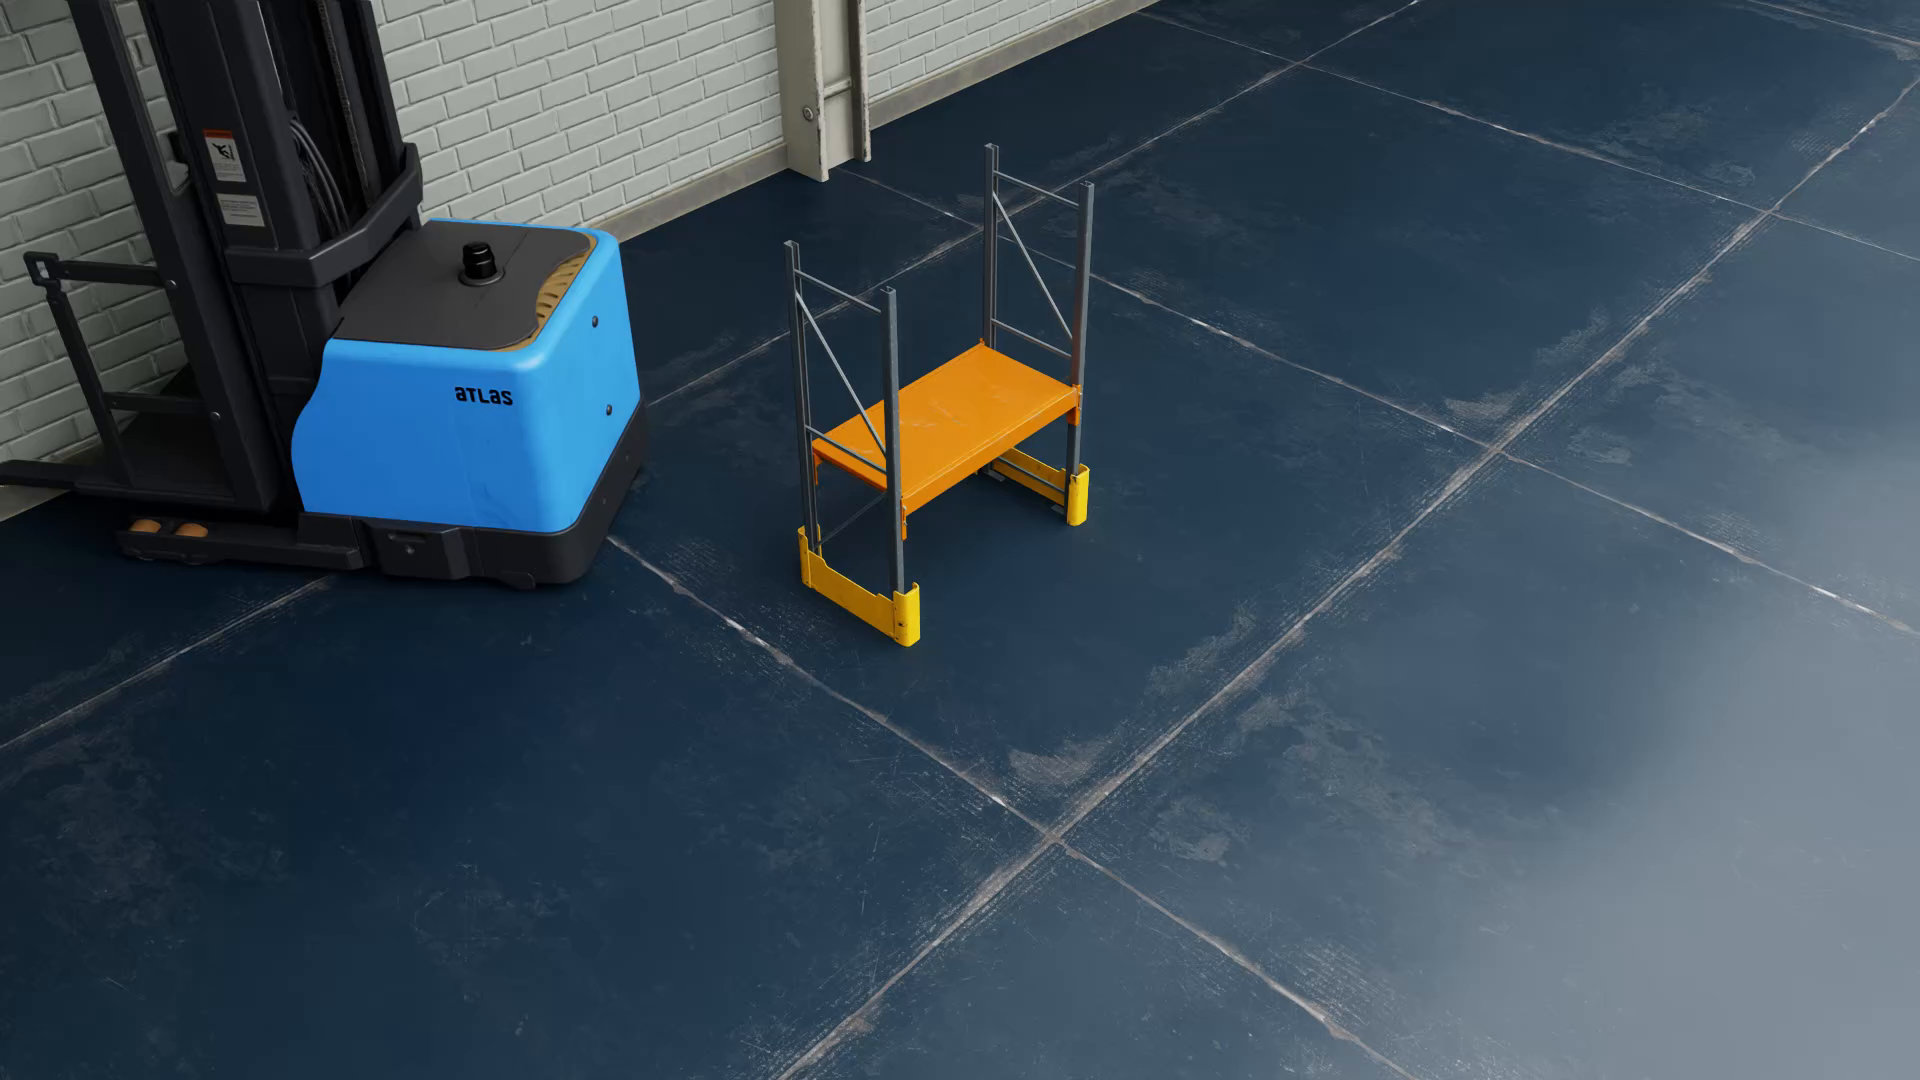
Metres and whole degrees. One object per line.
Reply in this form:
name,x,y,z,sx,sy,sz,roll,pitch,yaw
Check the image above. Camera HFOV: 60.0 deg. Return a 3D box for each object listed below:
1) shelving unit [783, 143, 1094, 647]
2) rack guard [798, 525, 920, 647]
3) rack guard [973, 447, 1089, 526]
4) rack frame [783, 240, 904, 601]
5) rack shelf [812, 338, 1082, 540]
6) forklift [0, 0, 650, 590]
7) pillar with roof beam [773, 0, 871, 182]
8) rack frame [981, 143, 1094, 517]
shelving unit,-0.051,-0.552,6.239,0.587,1.500,1.083,30,47,32
rack guard,-0.387,0.166,6.340,0.587,0.250,0.087,30,47,32
rack guard,0.285,-0.292,6.916,0.587,0.250,0.087,30,47,32
rack frame,-0.400,-0.314,5.940,0.500,1.500,0.032,30,47,32
rack shelf,-0.058,-0.407,6.346,0.538,0.185,1.000,30,47,32
forklift,-2.892,-1.368,6.115,3.031,2.935,1.130,5,39,6
pillar with roof beam,2.429,-3.861,4.375,9.100,9.000,0.400,30,47,32
rack frame,0.285,-0.781,6.528,0.500,1.500,0.032,30,47,32
